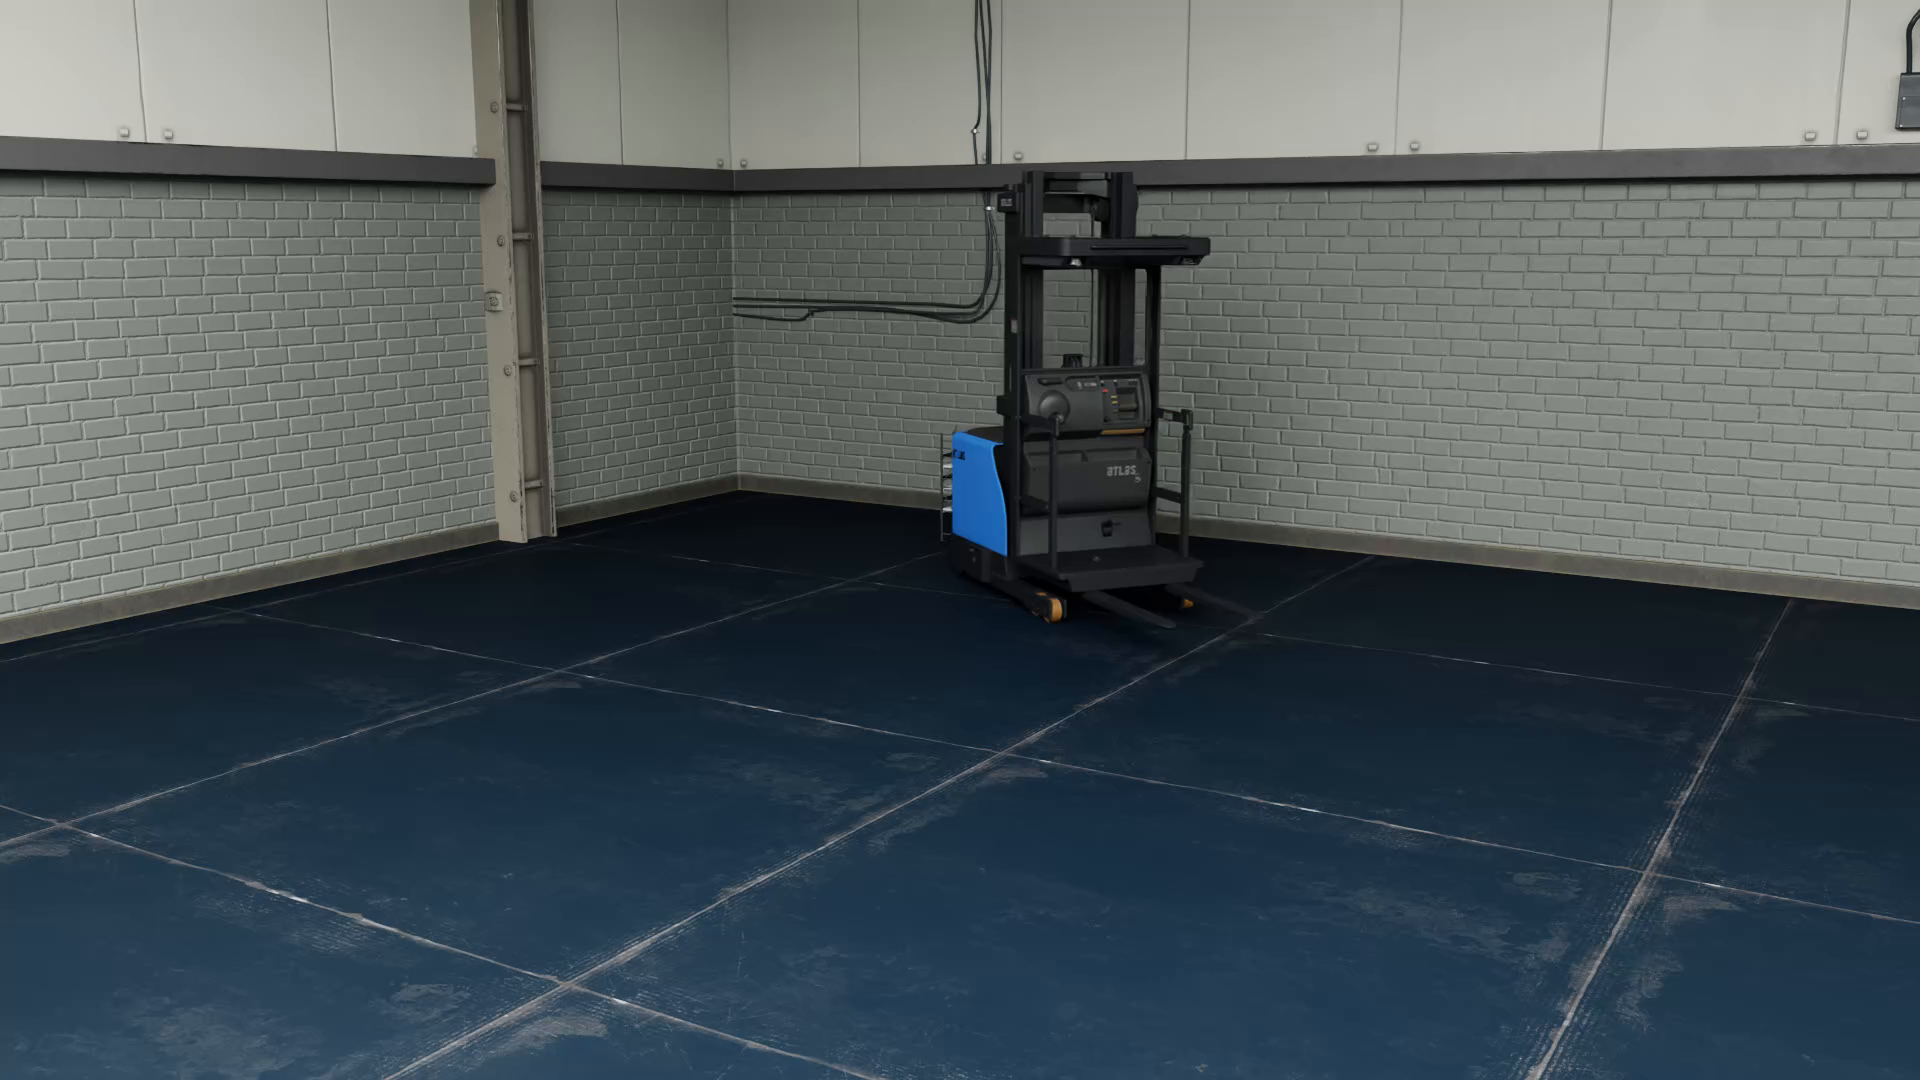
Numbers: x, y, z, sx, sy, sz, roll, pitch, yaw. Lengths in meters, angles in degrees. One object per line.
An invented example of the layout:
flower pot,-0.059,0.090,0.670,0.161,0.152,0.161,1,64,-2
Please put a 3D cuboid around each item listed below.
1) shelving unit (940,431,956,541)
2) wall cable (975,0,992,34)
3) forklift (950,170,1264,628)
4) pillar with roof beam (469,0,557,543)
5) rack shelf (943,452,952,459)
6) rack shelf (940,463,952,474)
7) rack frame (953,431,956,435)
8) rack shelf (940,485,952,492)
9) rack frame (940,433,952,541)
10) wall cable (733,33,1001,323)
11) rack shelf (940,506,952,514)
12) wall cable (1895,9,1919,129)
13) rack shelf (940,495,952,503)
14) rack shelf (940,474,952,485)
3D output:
shelving unit,-0.004,-0.441,13.779,0.258,0.900,0.210,6,12,31
wall cable,1.334,-5.478,13.391,3.097,2.526,0.112,6,12,31
forklift,0.961,-0.983,11.157,1.130,2.935,3.031,-4,11,-22
pillar with roof beam,0.041,-4.032,10.953,9.100,9.000,0.400,6,12,31
rack shelf,-0.004,-0.674,13.735,0.258,0.077,0.200,6,12,31
rack shelf,-0.004,-0.585,13.752,0.258,0.077,0.200,6,12,31
rack frame,0.049,-0.457,13.864,0.240,0.900,0.006,6,12,31
rack shelf,-0.004,-0.408,13.785,0.258,0.077,0.200,6,12,31
rack frame,-0.057,-0.425,13.694,0.240,0.900,0.006,6,12,31
wall cable,-0.978,-3.254,15.236,3.097,2.526,0.112,6,12,31
rack shelf,-0.004,-0.231,13.818,0.258,0.077,0.200,6,12,31
wall cable,7.127,-5.543,9.779,2.305,6.003,0.169,6,12,31
rack shelf,-0.004,-0.320,13.802,0.258,0.077,0.200,6,12,31
rack shelf,-0.004,-0.497,13.769,0.258,0.077,0.200,6,12,31
